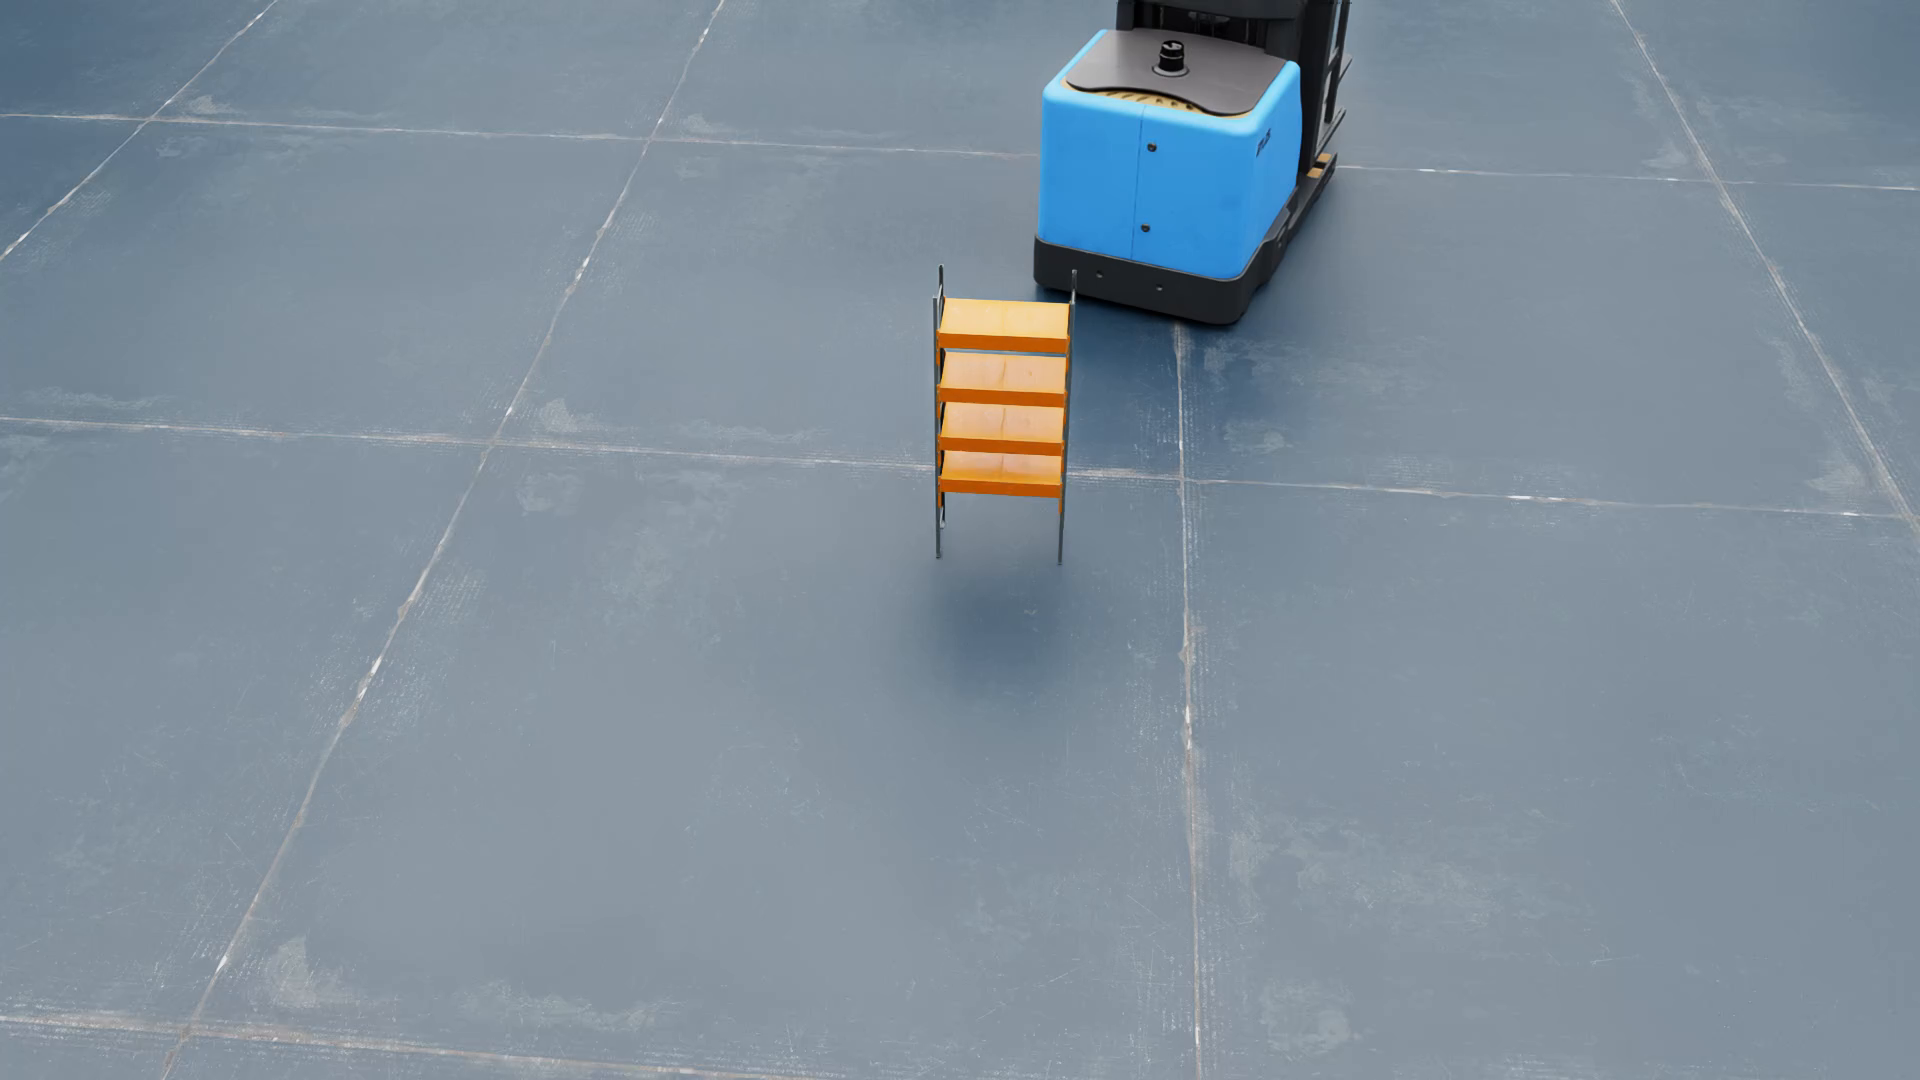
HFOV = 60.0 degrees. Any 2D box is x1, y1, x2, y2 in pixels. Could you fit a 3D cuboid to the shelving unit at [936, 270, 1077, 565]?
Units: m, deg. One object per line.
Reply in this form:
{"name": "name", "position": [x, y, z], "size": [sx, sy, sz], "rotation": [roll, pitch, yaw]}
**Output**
{"name": "shelving unit", "position": [0.167, -0.456, 6.360], "size": [0.499, 1.200, 0.258], "rotation": [3, 39, 4]}

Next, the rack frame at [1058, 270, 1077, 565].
{"name": "rack frame", "position": [0.408, -0.443, 6.344], "size": [0.015, 1.200, 0.240], "rotation": [3, 39, 4]}

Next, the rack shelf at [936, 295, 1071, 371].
{"name": "rack shelf", "position": [0.165, -0.761, 6.112], "size": [0.480, 0.148, 0.258], "rotation": [3, 39, 4]}

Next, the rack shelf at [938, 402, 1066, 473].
{"name": "rack shelf", "position": [0.165, -0.404, 6.403], "size": [0.480, 0.148, 0.258], "rotation": [3, 39, 4]}

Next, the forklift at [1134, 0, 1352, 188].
{"name": "forklift", "position": [1.429, -3.088, 8.222], "size": [1.121, 2.935, 3.031], "rotation": [16, 42, 18]}

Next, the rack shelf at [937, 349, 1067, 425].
{"name": "rack shelf", "position": [0.165, -0.578, 6.261], "size": [0.480, 0.148, 0.258], "rotation": [3, 39, 4]}

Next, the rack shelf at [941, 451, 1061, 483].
{"name": "rack shelf", "position": [0.165, -0.292, 6.494], "size": [0.457, 0.021, 0.221], "rotation": [3, 39, 4]}

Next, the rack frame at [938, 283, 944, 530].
{"name": "rack frame", "position": [-0.078, -0.469, 6.376], "size": [0.006, 1.046, 0.228], "rotation": [3, 39, 4]}
